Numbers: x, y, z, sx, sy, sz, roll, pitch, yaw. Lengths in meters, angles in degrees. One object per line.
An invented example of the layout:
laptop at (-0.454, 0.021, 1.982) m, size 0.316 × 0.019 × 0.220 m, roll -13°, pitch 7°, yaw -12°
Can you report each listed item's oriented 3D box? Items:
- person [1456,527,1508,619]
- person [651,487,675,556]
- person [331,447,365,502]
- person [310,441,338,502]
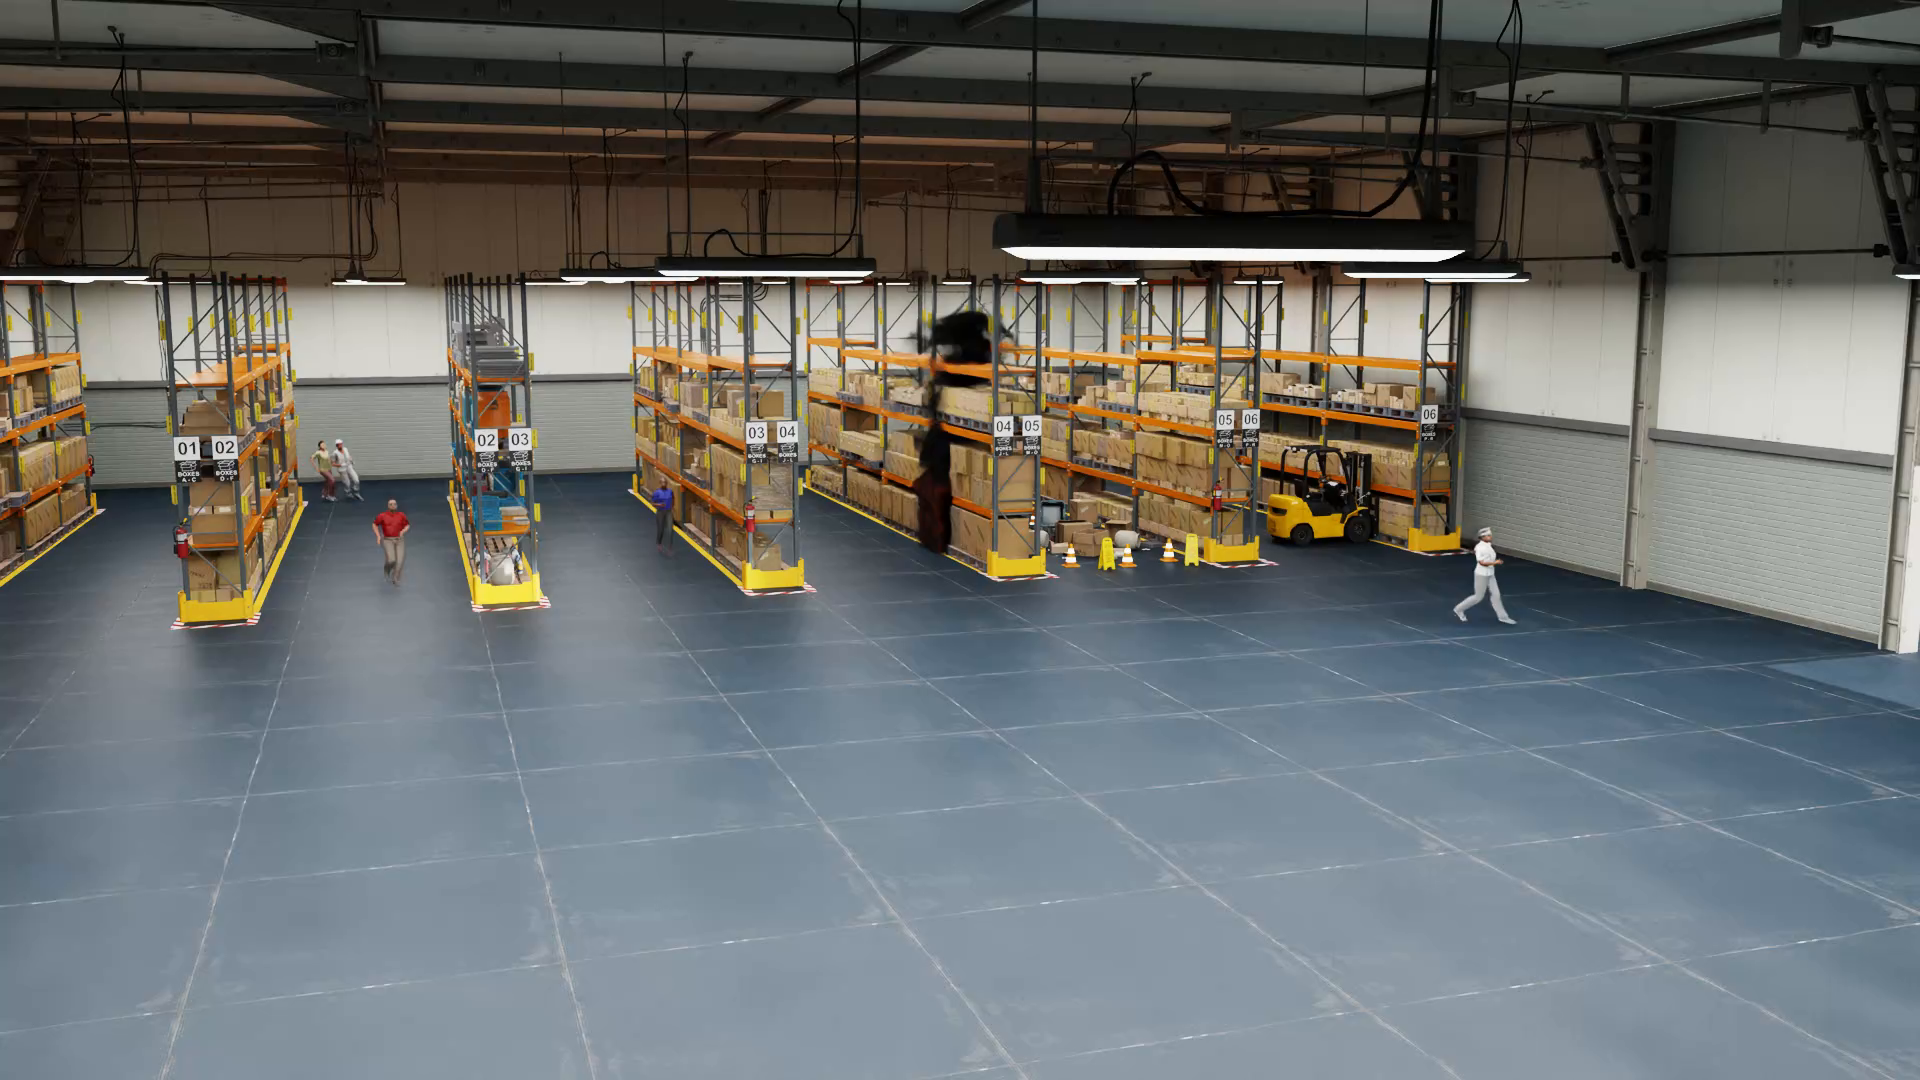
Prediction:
person at (8.959, 0.548, 28.412) m, size 0.851 × 1.576 × 0.589 m, roll 6°, pitch 10°, yaw 33°
person at (-6.378, -0.403, 35.897) m, size 0.542 × 1.417 × 0.832 m, roll -4°, pitch 9°, yaw -24°
person at (-16.589, -1.753, 44.843) m, size 0.673 × 1.505 × 0.825 m, roll 7°, pitch 11°, yaw 39°
person at (-17.180, -1.850, 44.925) m, size 0.614 × 1.662 × 0.638 m, roll 3°, pitch 9°, yaw 20°
